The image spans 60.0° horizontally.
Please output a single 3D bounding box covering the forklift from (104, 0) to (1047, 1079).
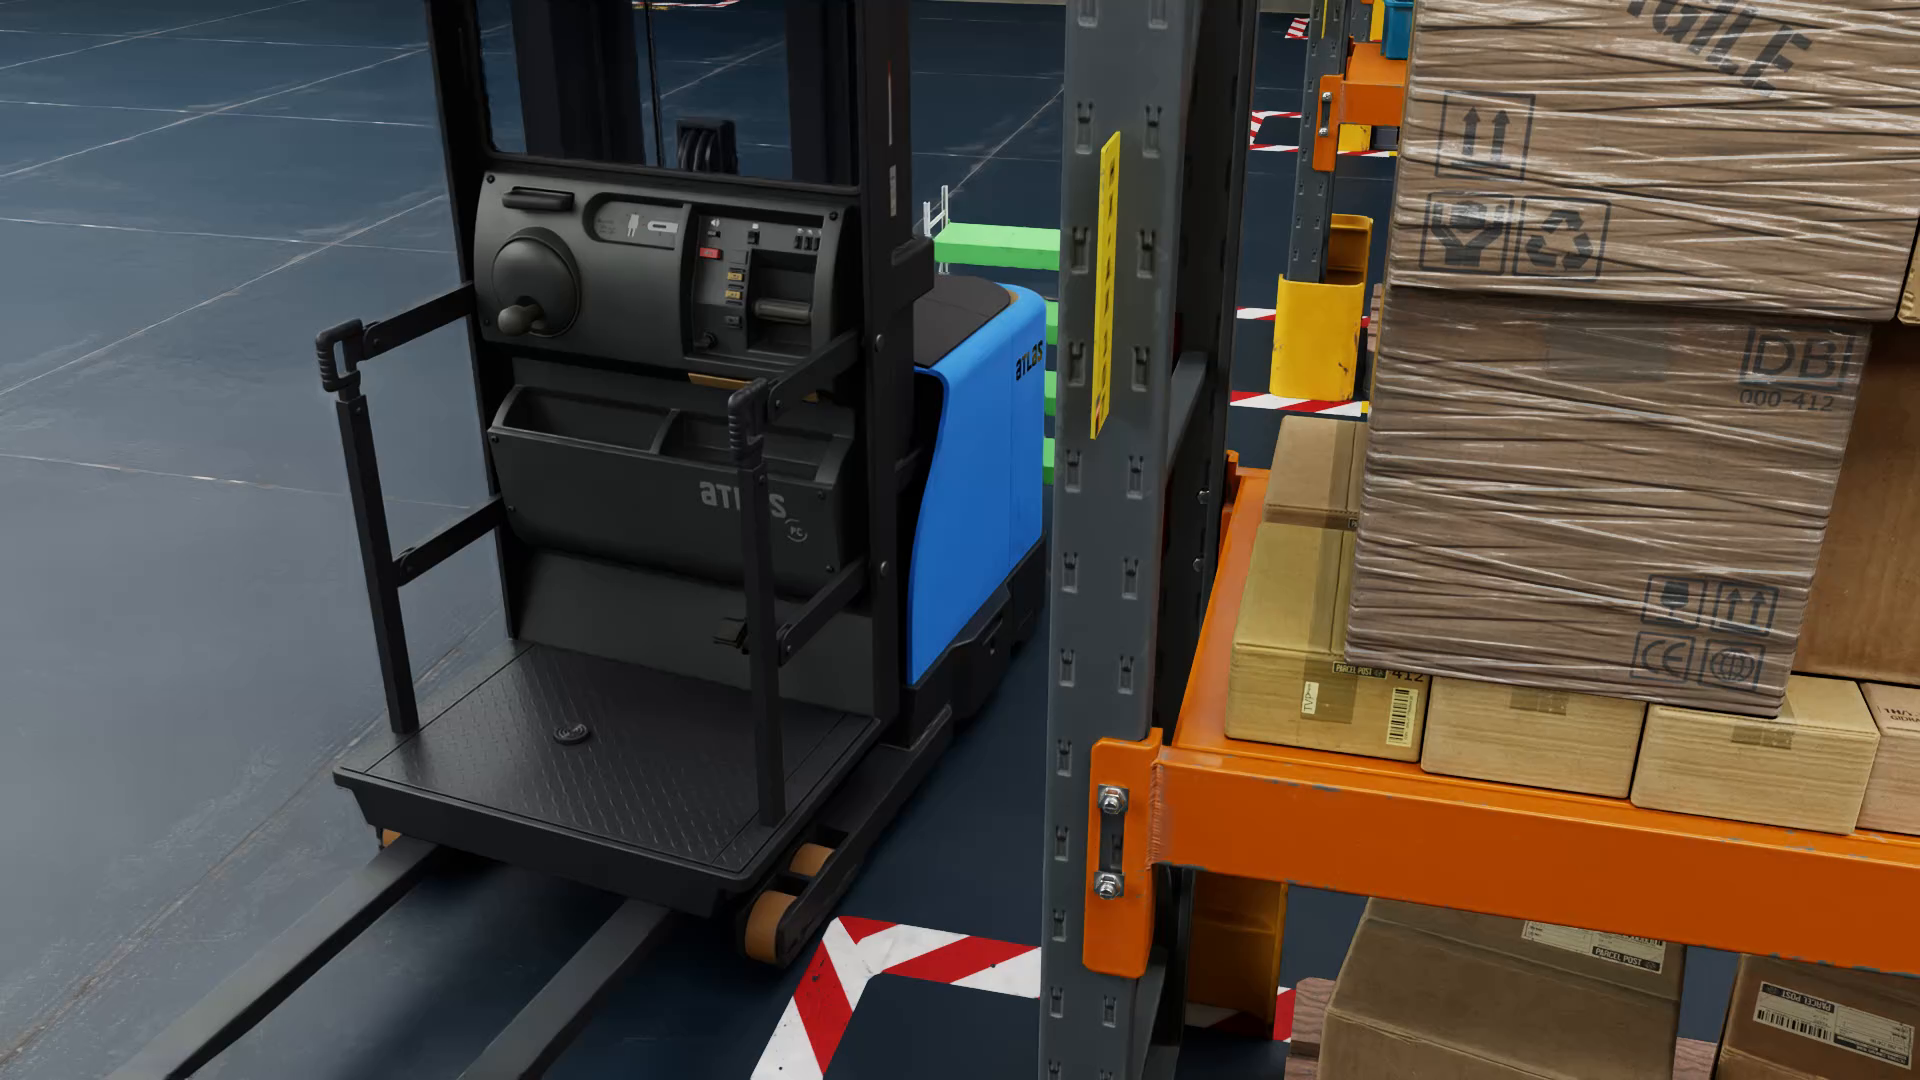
[{"bbox_3d":[-0.766,-0.573,3.544,1.130,2.935,3.031,10,27,20],"label":"forklift"}]

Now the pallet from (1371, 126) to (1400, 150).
[{"bbox_3d":[3.518,-2.914,11.625,1.213,0.211,1.003,6,26,13],"label":"pallet"}]

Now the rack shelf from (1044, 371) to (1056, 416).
[{"bbox_3d":[0.160,-0.466,5.482,0.480,0.148,0.258,6,26,13],"label":"rack shelf"}]

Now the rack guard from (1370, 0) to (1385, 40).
[{"bbox_3d":[4.071,-5.164,16.014,0.348,0.500,1.175,6,26,13],"label":"rack guard"}]

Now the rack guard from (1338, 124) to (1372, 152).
[{"bbox_3d":[2.744,-3.112,11.704,0.348,0.500,1.175,6,26,13],"label":"rack guard"}]

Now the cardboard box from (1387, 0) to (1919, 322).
[{"bbox_3d":[0.761,-0.572,1.837,0.500,0.500,0.500,6,26,13],"label":"cardboard box"}]

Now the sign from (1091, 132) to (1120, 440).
[{"bbox_3d":[0.161,-0.279,1.839,0.005,0.325,0.100,6,26,13],"label":"sign"}]

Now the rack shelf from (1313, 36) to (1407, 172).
[{"bbox_3d":[3.467,-1.637,6.536,4.000,0.370,1.077,6,26,13],"label":"rack shelf"}]

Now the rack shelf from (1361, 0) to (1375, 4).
[{"bbox_3d":[4.704,-3.699,10.866,4.000,0.370,1.077,6,26,13],"label":"rack shelf"}]

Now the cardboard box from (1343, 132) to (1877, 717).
[{"bbox_3d":[0.822,-0.223,2.267,0.500,0.500,0.875,6,26,13],"label":"cardboard box"}]

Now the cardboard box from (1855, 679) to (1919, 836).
[{"bbox_3d":[1.236,0.215,2.101,0.250,0.149,0.380,6,26,13],"label":"cardboard box"}]

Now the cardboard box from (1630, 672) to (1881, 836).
[{"bbox_3d":[0.989,0.197,2.139,0.250,0.149,0.380,6,26,13],"label":"cardboard box"}]

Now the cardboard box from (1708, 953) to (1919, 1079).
[{"bbox_3d":[1.484,0.949,2.687,0.500,0.500,0.500,14,29,26],"label":"cardboard box"}]

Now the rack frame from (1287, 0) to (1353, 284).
[{"bbox_3d":[1.530,-2.176,6.831,0.127,3.000,1.000,6,26,13],"label":"rack frame"}]

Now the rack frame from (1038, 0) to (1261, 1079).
[{"bbox_3d":[0.296,-0.114,2.500,0.127,3.000,1.000,6,26,13],"label":"rack frame"}]

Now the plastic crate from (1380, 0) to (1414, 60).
[{"bbox_3d":[2.089,-2.180,7.012,0.616,0.251,0.499,6,26,13],"label":"plastic crate"}]

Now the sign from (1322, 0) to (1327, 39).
[{"bbox_3d":[1.389,-2.072,6.291,0.005,0.325,0.100,6,26,13],"label":"sign"}]

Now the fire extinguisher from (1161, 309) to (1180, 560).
[{"bbox_3d":[0.300,-0.283,2.945,0.183,0.674,0.296,6,26,13],"label":"fire extinguisher"}]

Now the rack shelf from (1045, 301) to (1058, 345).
[{"bbox_3d":[0.160,-0.683,5.379,0.480,0.148,0.258,6,26,13],"label":"rack shelf"}]

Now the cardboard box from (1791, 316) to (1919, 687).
[{"bbox_3d":[1.336,-0.219,2.259,0.500,0.500,0.875,6,26,13],"label":"cardboard box"}]

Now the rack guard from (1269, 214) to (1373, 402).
[{"bbox_3d":[1.615,-1.059,7.392,0.348,0.500,1.175,6,26,13],"label":"rack guard"}]

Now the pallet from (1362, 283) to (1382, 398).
[{"bbox_3d":[2.401,-0.839,7.267,1.213,0.211,1.003,6,26,13],"label":"pallet"}]

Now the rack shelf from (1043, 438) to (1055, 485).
[{"bbox_3d":[0.160,-0.250,5.585,0.480,0.148,0.258,6,26,13],"label":"rack shelf"}]

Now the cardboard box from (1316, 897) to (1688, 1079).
[{"bbox_3d":[0.897,0.899,2.792,0.500,0.500,0.500,11,28,23],"label":"cardboard box"}]

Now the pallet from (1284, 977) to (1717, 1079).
[{"bbox_3d":[1.148,1.255,2.868,1.213,0.211,1.003,6,26,13],"label":"pallet"}]

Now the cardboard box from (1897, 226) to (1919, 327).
[{"bbox_3d":[1.243,-0.516,1.719,0.500,0.500,0.500,6,26,13],"label":"cardboard box"}]

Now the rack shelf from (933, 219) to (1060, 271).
[{"bbox_3d":[0.160,-0.900,5.276,0.480,0.148,0.258,6,26,13],"label":"rack shelf"}]

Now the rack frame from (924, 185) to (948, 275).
[{"bbox_3d":[-0.076,-0.550,5.510,0.015,1.200,0.240,6,26,13],"label":"rack frame"}]

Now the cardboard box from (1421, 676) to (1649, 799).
[{"bbox_3d":[0.750,0.164,2.208,0.250,0.149,0.380,6,26,13],"label":"cardboard box"}]

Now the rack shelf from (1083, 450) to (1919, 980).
[{"bbox_3d":[2.233,0.425,2.205,4.000,0.370,1.077,6,26,13],"label":"rack shelf"}]

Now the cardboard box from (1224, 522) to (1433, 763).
[{"bbox_3d":[0.513,0.129,2.281,0.250,0.149,0.380,6,26,13],"label":"cardboard box"}]

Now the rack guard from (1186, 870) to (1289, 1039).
[{"bbox_3d":[0.370,1.023,3.020,0.348,0.500,1.175,6,26,13],"label":"rack guard"}]

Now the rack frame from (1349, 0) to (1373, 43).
[{"bbox_3d":[2.767,-4.238,11.161,0.127,3.000,1.000,6,26,13],"label":"rack frame"}]

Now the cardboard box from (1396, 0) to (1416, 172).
[{"bbox_3d":[0.890,-0.789,2.292,0.500,0.500,0.500,6,26,13],"label":"cardboard box"}]

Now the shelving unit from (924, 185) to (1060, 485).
[{"bbox_3d":[0.160,-0.524,5.455,0.503,1.200,0.258,6,26,13],"label":"shelving unit"}]

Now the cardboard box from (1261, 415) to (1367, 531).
[{"bbox_3d":[0.624,-0.056,2.670,0.250,0.149,0.380,6,26,13],"label":"cardboard box"}]
